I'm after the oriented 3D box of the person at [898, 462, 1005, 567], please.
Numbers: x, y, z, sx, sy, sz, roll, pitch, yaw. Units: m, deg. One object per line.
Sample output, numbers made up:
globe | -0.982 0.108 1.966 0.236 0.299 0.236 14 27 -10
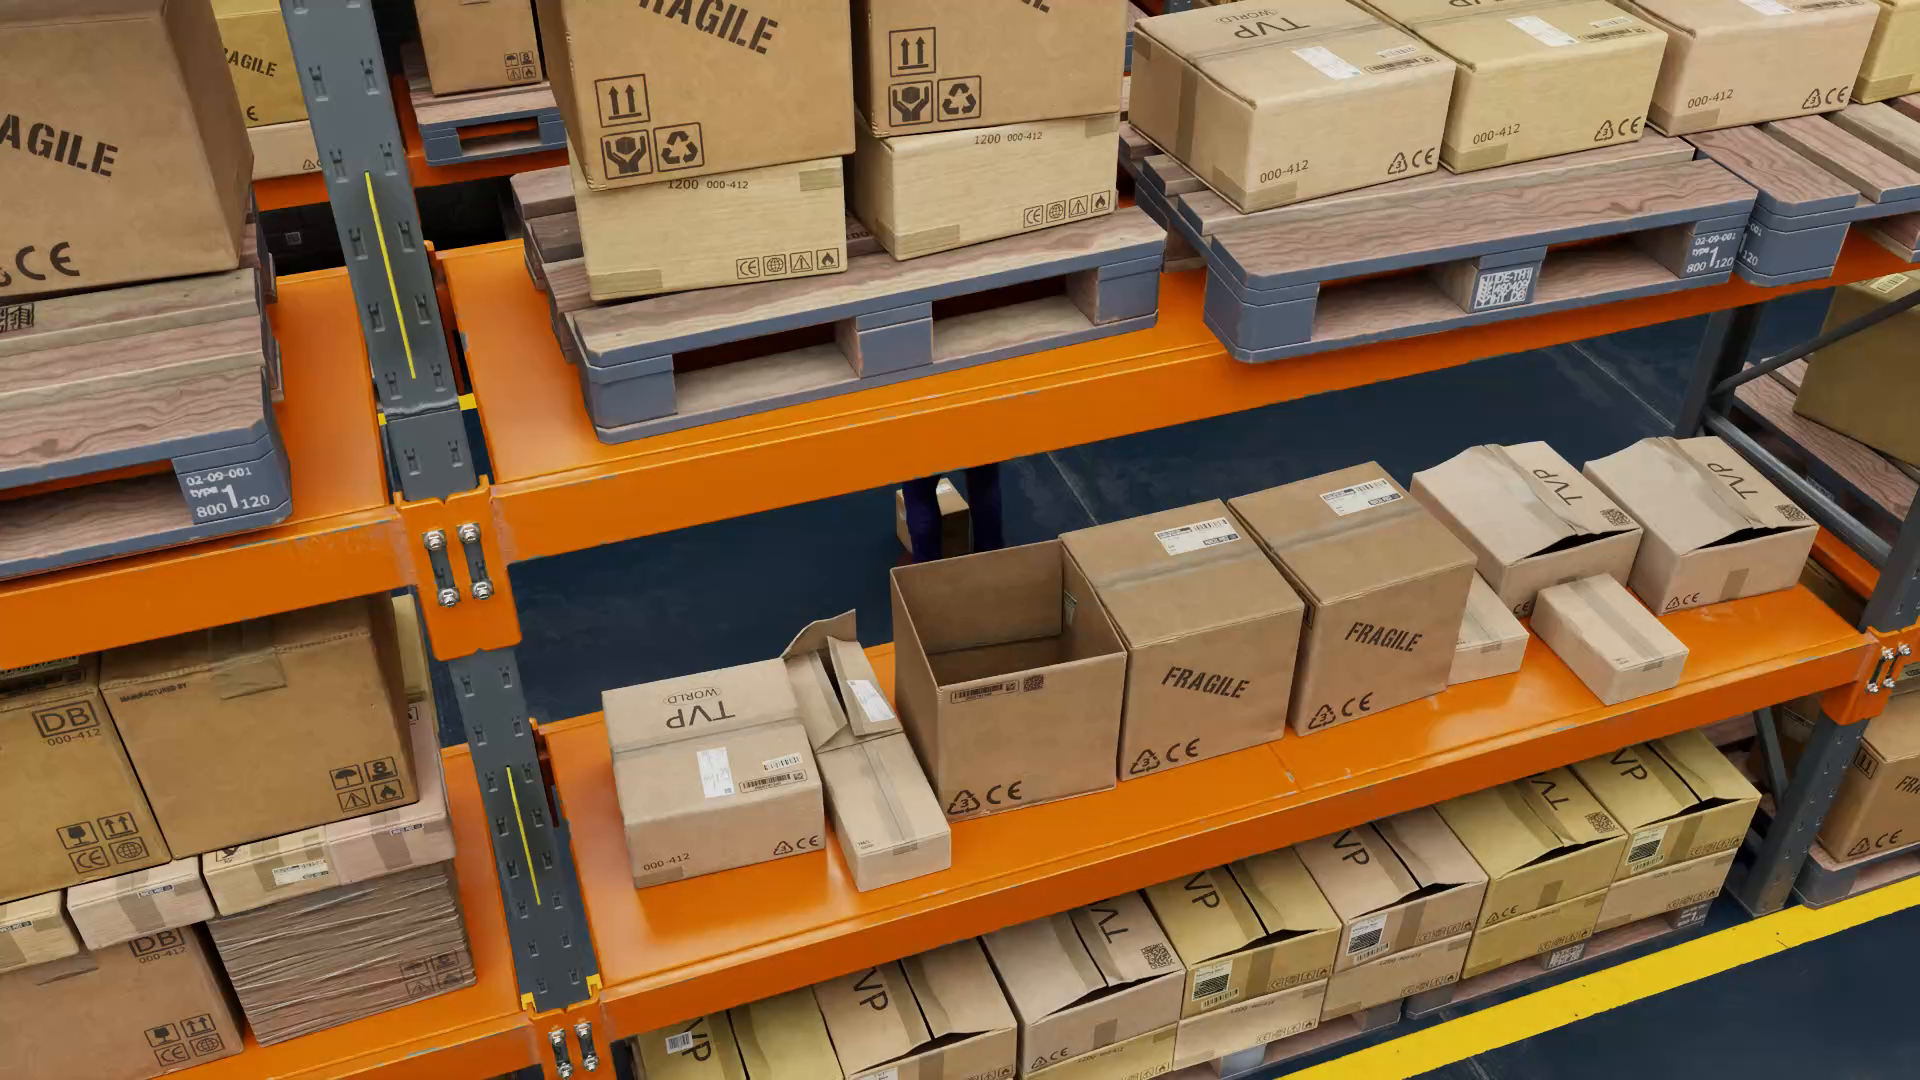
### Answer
person | -0.035 -0.491 6.800 0.546 1.637 0.367 -13 40 -16
